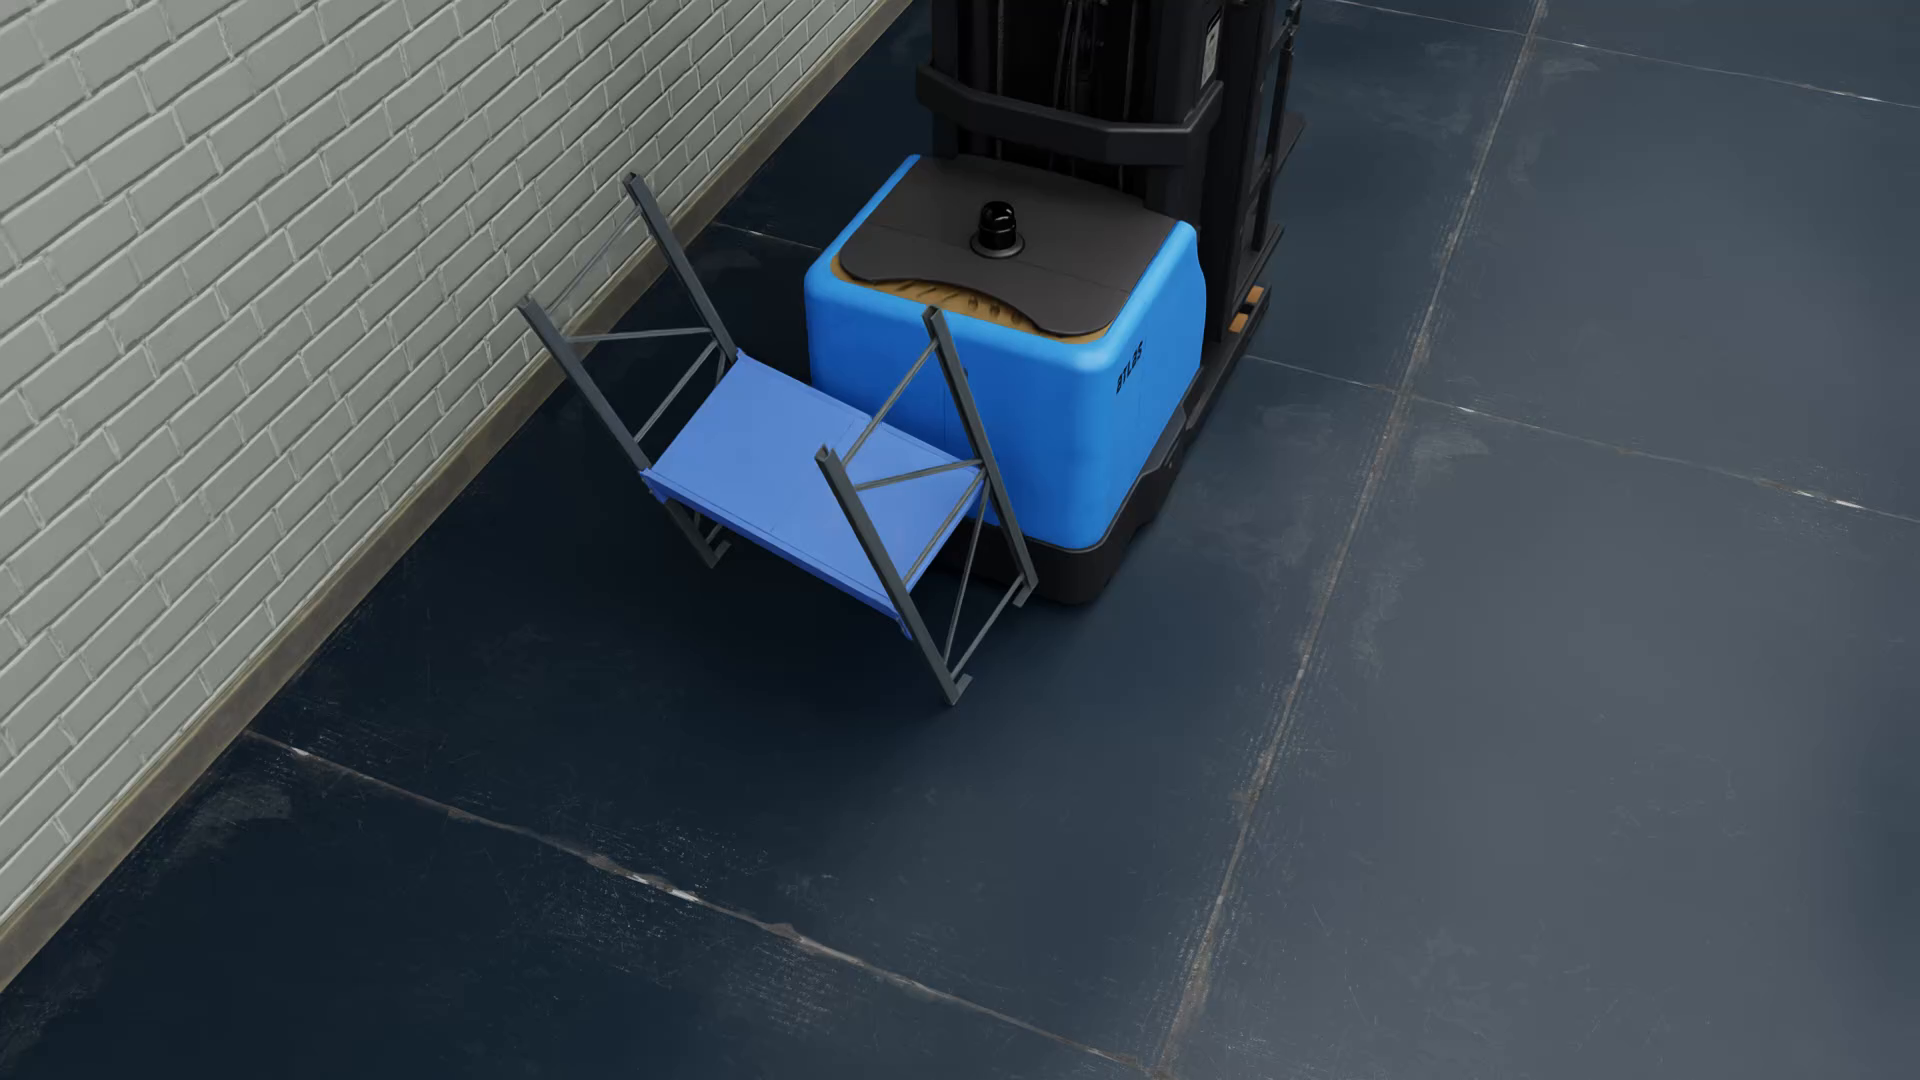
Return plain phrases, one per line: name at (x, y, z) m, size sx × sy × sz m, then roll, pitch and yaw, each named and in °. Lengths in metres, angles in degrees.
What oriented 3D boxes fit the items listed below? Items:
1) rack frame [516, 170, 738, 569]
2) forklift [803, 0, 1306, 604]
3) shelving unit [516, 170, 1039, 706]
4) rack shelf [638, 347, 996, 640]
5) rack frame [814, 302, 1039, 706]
rack frame at (-0.869, -0.453, 5.085) m, size 0.032 × 1.500 × 0.500 m, roll 27°, pitch 71°, yaw 25°
forklift at (0.580, -1.879, 5.560) m, size 1.130 × 2.935 × 3.031 m, roll 18°, pitch 48°, yaw 17°
shelving unit at (-0.457, -0.243, 4.873) m, size 1.048 × 1.500 × 0.538 m, roll 27°, pitch 71°, yaw 25°
rack shelf at (-0.421, -0.158, 5.028) m, size 1.000 × 0.185 × 0.538 m, roll 27°, pitch 71°, yaw 25°
rack frame at (-0.046, -0.032, 4.661) m, size 0.032 × 1.500 × 0.500 m, roll 27°, pitch 71°, yaw 25°
